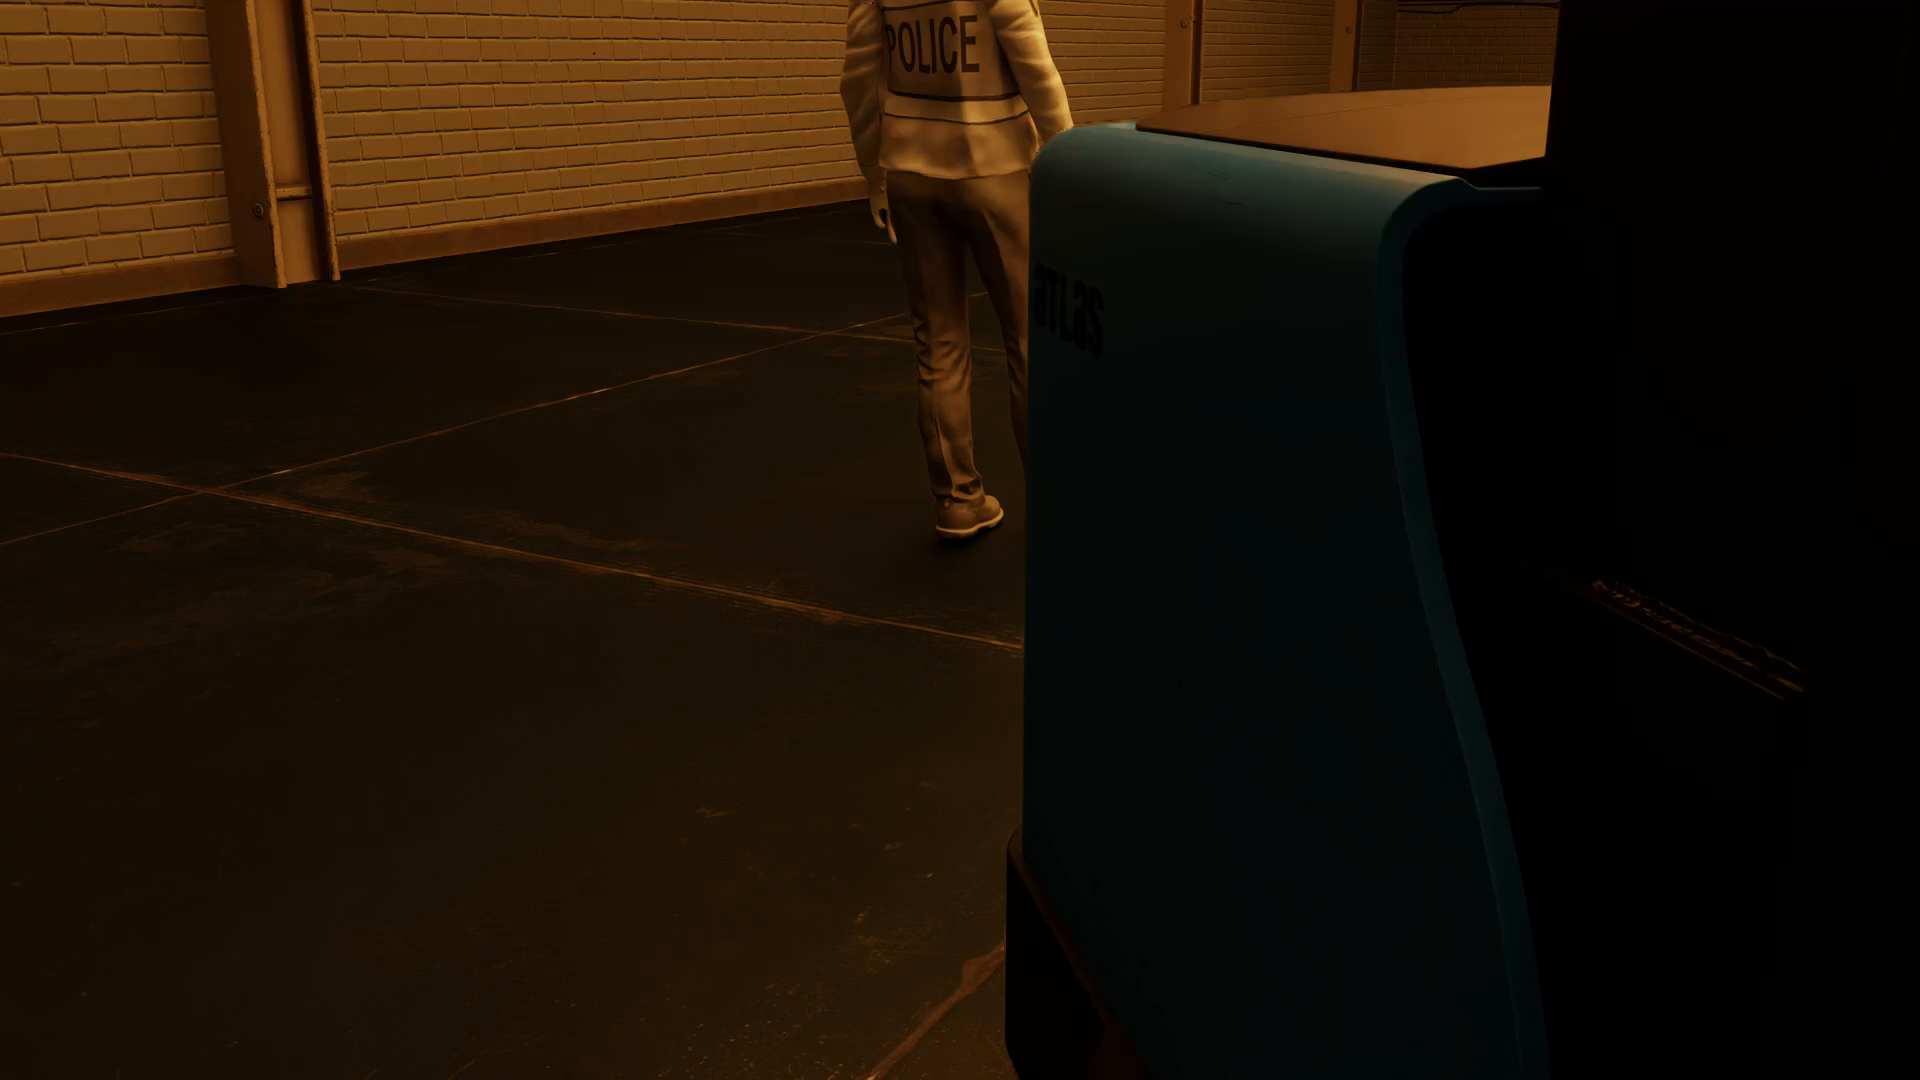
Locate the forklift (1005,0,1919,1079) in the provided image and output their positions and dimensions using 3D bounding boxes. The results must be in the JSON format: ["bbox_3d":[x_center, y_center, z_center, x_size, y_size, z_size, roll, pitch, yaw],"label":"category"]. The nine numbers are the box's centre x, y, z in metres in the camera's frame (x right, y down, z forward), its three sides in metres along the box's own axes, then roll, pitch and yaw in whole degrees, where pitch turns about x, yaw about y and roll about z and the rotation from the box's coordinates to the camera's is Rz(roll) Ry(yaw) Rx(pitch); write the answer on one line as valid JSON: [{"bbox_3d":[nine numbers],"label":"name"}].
[{"bbox_3d":[0.890,-0.414,0.256,1.130,2.935,3.031,-4,17,-13],"label":"forklift"}]

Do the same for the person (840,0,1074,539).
[{"bbox_3d":[0.039,-0.835,3.852,0.587,1.696,0.534,9,19,28],"label":"person"}]
